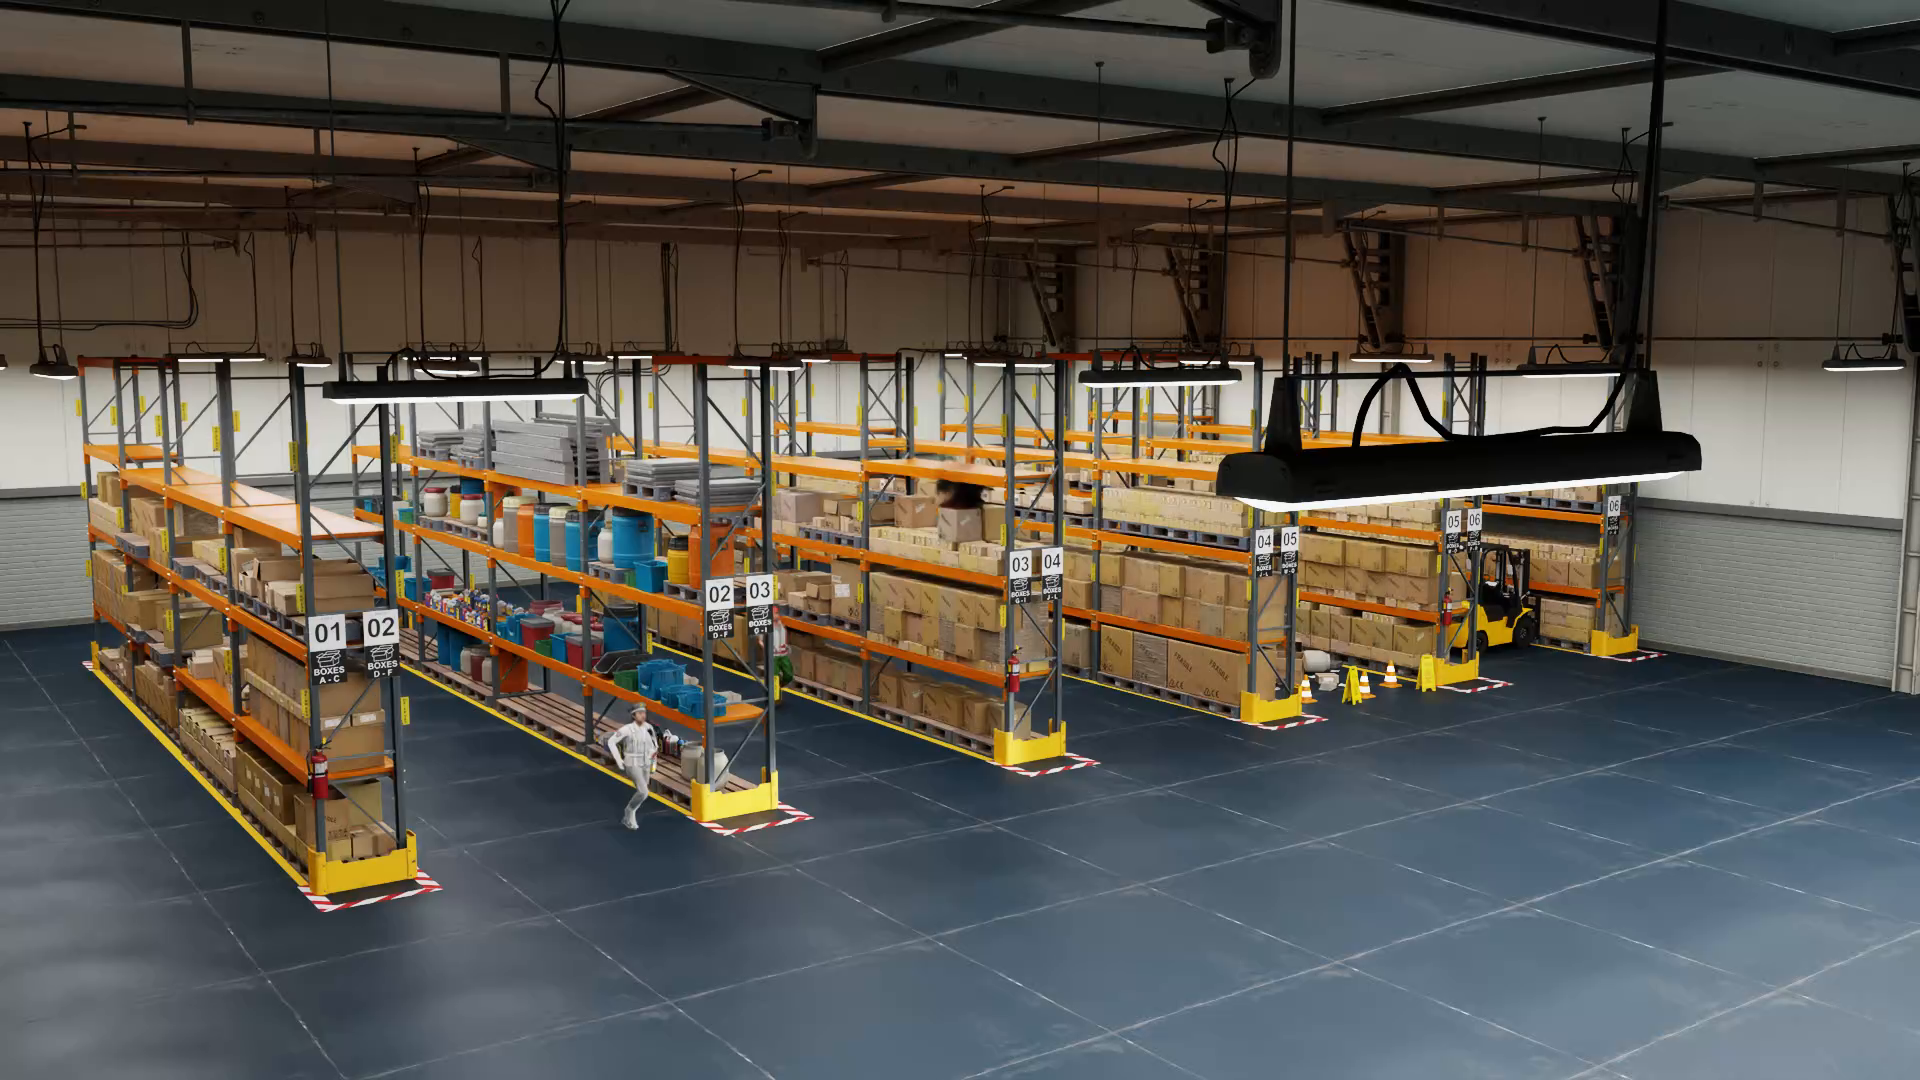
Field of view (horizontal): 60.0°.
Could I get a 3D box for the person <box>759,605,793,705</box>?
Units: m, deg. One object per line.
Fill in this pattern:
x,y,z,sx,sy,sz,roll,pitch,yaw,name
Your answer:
-3.115,1.995,28.568,0.644,1.741,0.578,-6,9,-39,person

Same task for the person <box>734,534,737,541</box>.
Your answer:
-5.582,0.606,40.347,0.741,1.738,0.844,1,7,9,person

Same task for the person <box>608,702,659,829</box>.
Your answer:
-4.136,2.910,21.456,0.569,1.650,0.595,6,9,39,person

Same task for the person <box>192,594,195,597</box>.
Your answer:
-15.344,1.429,33.332,0.743,1.764,0.667,0,7,3,person
